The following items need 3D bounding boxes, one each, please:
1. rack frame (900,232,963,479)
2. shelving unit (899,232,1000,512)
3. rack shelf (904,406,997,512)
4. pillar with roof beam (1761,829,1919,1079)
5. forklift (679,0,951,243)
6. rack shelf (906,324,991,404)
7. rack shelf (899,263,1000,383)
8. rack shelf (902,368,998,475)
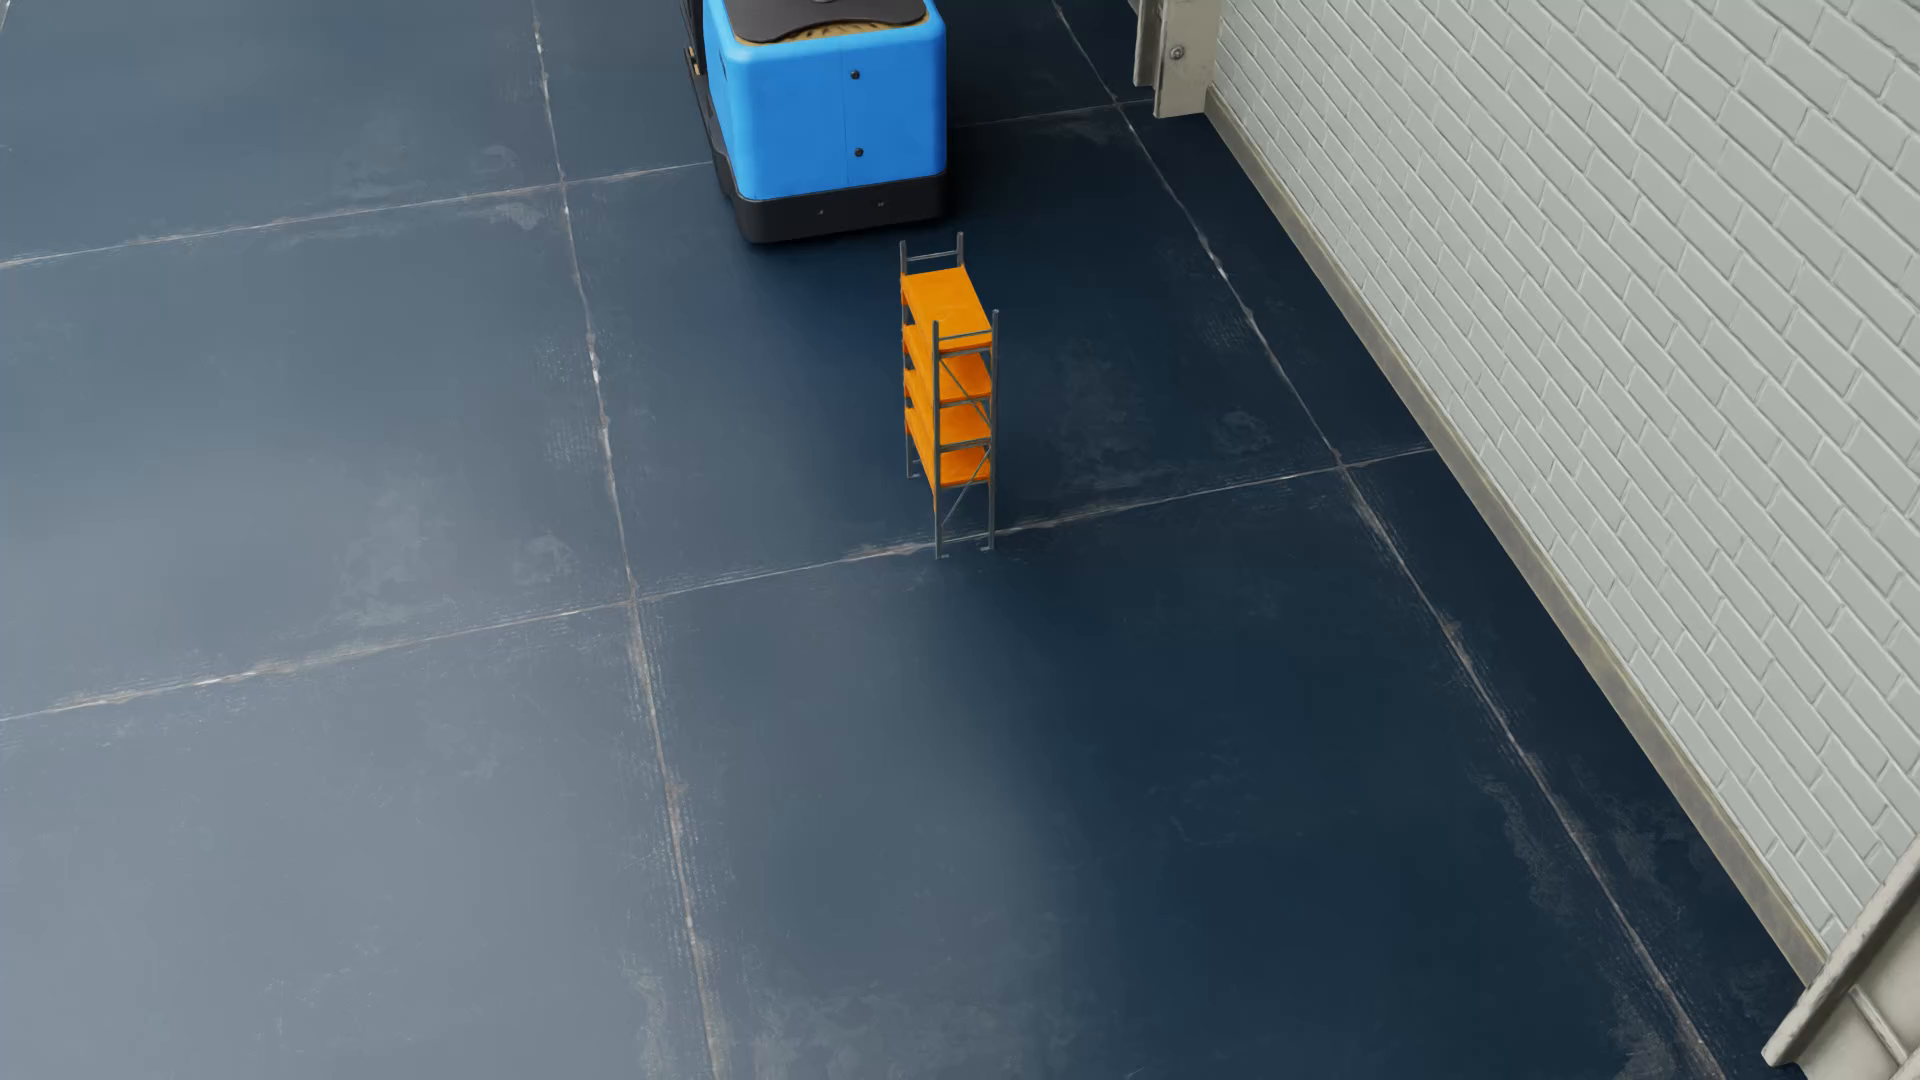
[{"bbox_3d":[-0.105,-0.703,6.599,0.240,1.200,0.015,-11,47,-10],"label":"rack frame"},{"bbox_3d":[-0.044,-0.538,6.437,0.258,1.200,0.492,-11,47,-10],"label":"shelving unit"},{"bbox_3d":[-0.042,-0.348,6.623,0.258,0.148,0.480,-11,47,-10],"label":"rack shelf"},{"bbox_3d":[-1.467,-0.660,1.096,9.100,9.000,0.400,-11,47,-10],"label":"pillar with roof beam"},{"bbox_3d":[-0.911,-3.536,8.163,1.130,2.935,3.031,-10,47,-10],"label":"forklift"},{"bbox_3d":[-0.042,-0.681,6.284,0.221,0.021,0.457,-11,47,-10],"label":"rack shelf"},{"bbox_3d":[-0.042,-0.809,6.153,0.258,0.148,0.480,-11,47,-10],"label":"rack shelf"},{"bbox_3d":[-0.042,-0.487,6.482,0.258,0.148,0.480,-11,47,-10],"label":"rack shelf"}]
